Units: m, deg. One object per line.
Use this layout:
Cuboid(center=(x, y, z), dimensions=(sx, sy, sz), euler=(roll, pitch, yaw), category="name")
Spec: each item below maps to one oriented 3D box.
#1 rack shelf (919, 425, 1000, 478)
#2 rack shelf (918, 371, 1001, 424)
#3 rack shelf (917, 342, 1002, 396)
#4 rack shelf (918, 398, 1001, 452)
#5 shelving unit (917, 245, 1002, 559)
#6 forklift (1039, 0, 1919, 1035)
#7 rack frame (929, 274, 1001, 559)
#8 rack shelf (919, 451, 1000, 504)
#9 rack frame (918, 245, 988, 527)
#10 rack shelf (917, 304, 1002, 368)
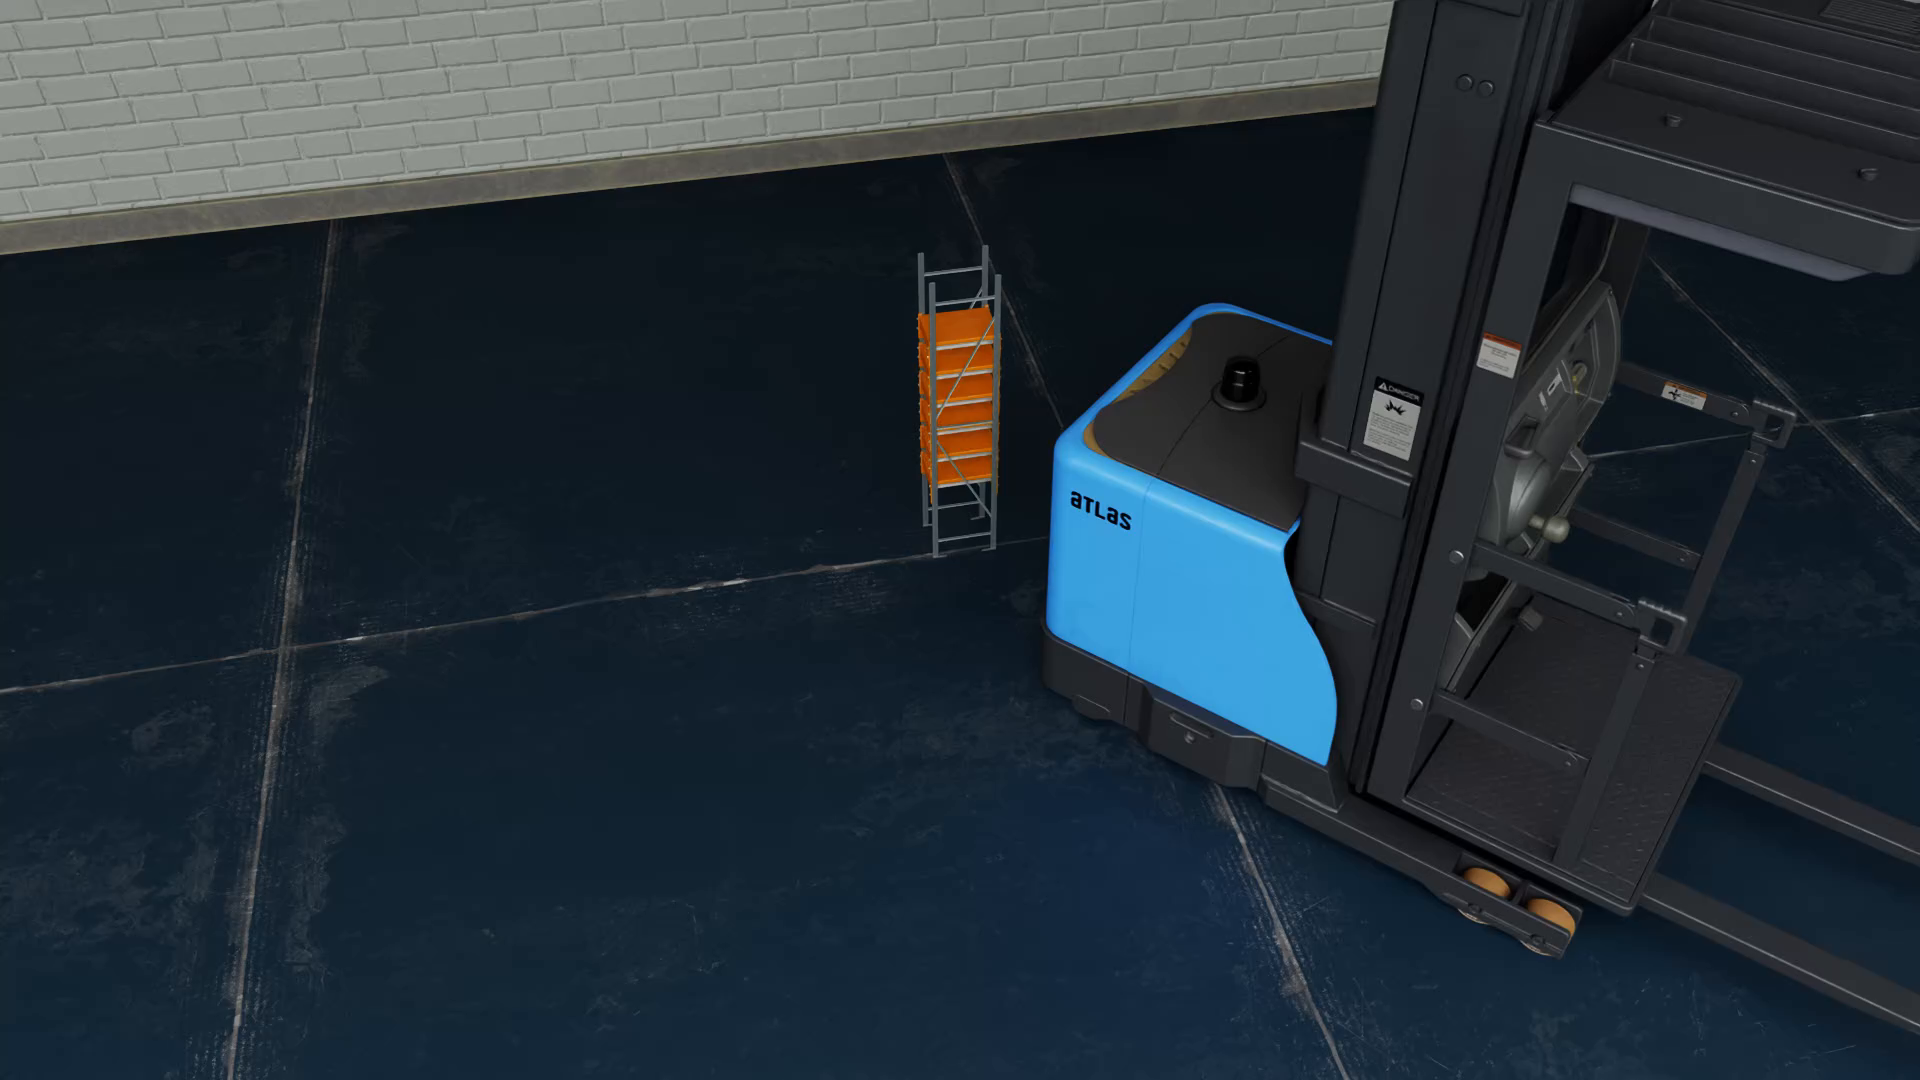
Cuboid(center=(-0.003, -0.335, 5.971), dimensions=(0.258, 0.103, 0.180), euler=(-8, 42, -9), category="rack shelf")
Cuboid(center=(-0.003, -0.515, 5.812), dimensions=(0.258, 0.103, 0.180), euler=(-8, 42, -9), category="rack shelf")
Cuboid(center=(-0.003, -0.604, 5.732), dimensions=(0.258, 0.103, 0.180), euler=(-8, 42, -9), category="rack shelf")
Cuboid(center=(-0.003, -0.425, 5.892), dimensions=(0.258, 0.103, 0.180), euler=(-8, 42, -9), category="rack shelf")
Cuboid(center=(-0.003, -0.458, 5.862), dimensions=(0.258, 1.200, 0.189), euler=(-8, 42, -9), category="shelving unit")
Cuboid(center=(1.766, -0.285, 4.363), dimensions=(3.031, 2.935, 1.130), euler=(25, 47, 25), category="forklift")
Cuboid(center=(0.017, -0.399, 5.795), dimensions=(0.240, 1.200, 0.006), euler=(-8, 42, -9), category="rack frame")
Cuboid(center=(-0.003, -0.245, 6.051), dimensions=(0.258, 0.103, 0.180), euler=(-8, 42, -9), category="rack shelf")
Cuboid(center=(-0.023, -0.517, 5.929), dimensions=(0.240, 1.200, 0.006), euler=(-8, 42, -9), category="rack frame")
Cuboid(center=(-0.003, -0.694, 5.653), dimensions=(0.258, 0.103, 0.180), euler=(-8, 42, -9), category="rack shelf")
